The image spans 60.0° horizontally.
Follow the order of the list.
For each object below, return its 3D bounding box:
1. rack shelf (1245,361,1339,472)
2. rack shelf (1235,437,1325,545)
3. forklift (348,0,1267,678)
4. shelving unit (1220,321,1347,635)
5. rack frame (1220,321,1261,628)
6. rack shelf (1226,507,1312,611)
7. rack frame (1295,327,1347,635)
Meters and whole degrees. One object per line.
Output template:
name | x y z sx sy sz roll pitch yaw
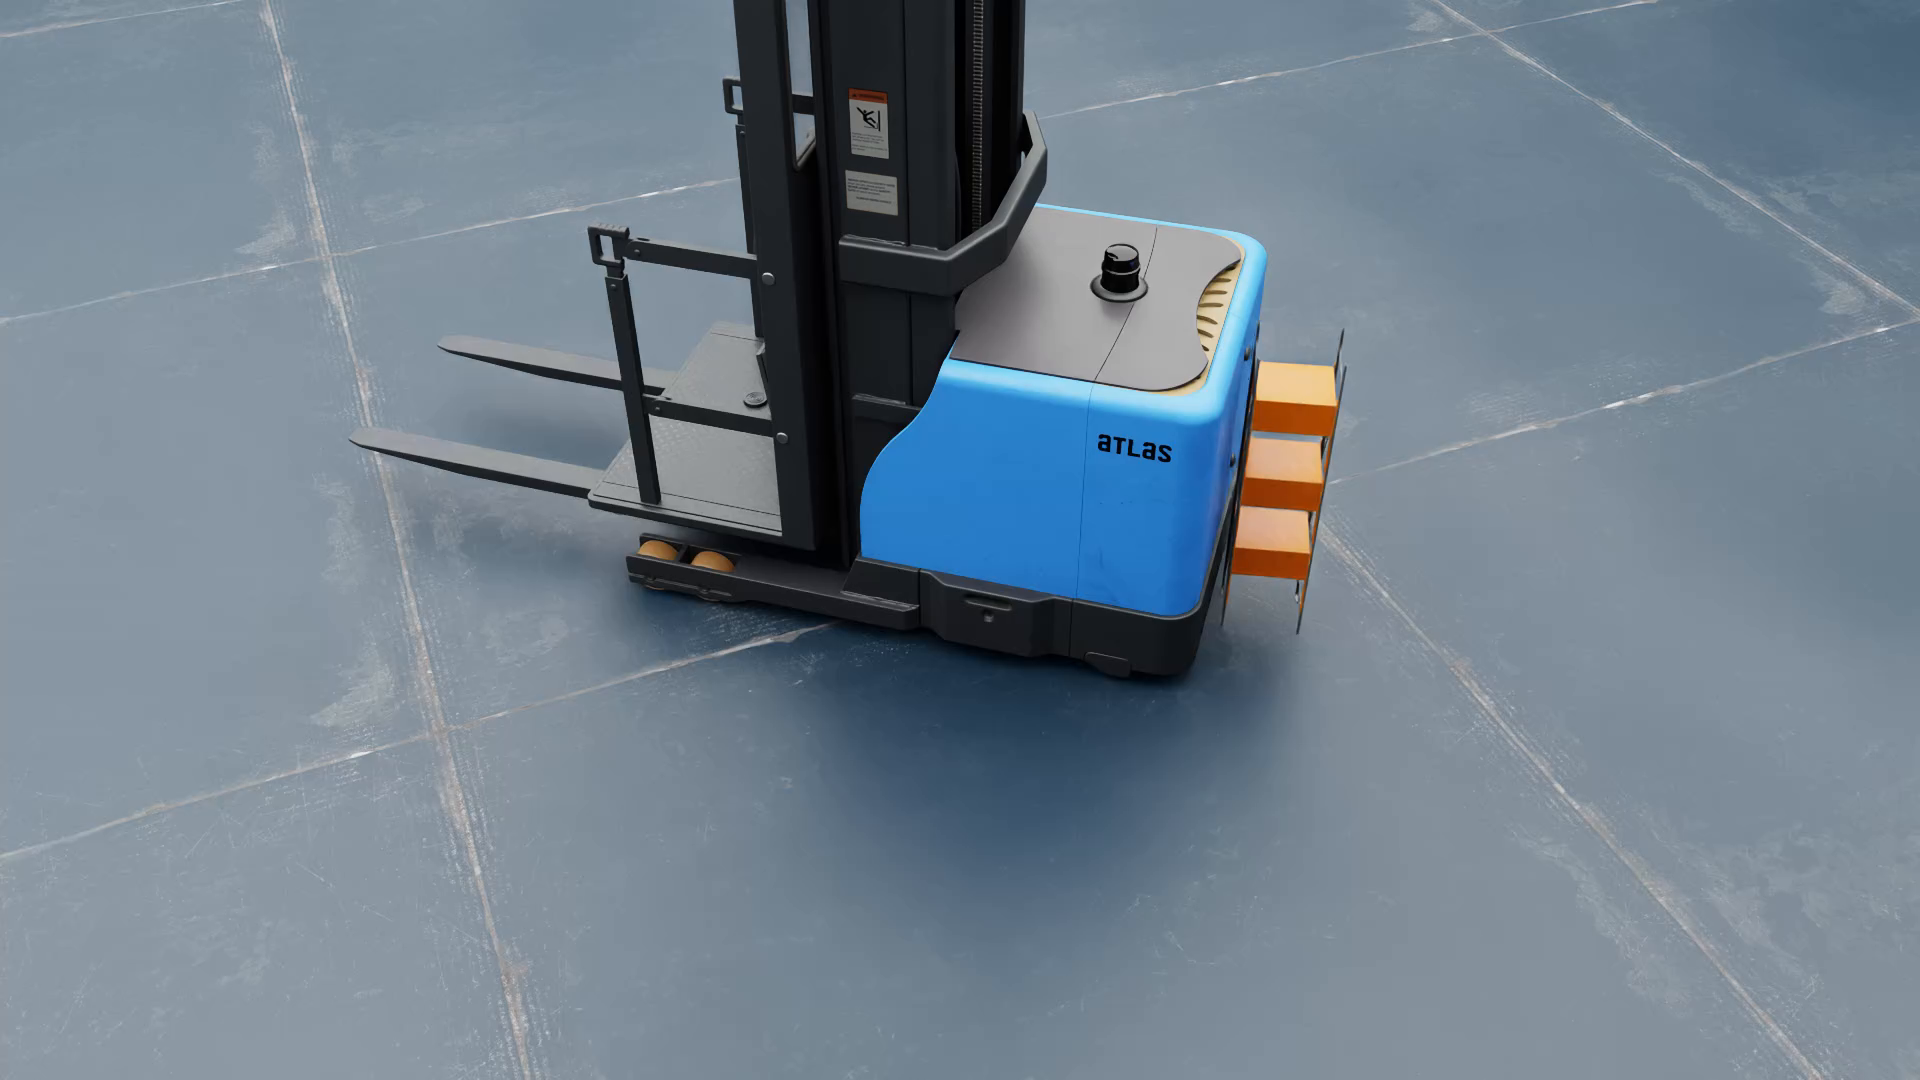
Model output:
rack shelf | 0.986 -0.376 4.962 0.240 0.259 0.215 5 40 6
rack shelf | 0.986 -0.159 5.145 0.240 0.259 0.215 5 40 6
forklift | -0.599 -1.226 4.928 3.031 2.935 1.130 11 42 12
shelving unit | 0.986 -0.168 5.138 0.252 1.050 0.215 5 40 6
rack frame | 0.865 -0.178 5.150 0.008 1.050 0.200 5 40 6
rack shelf | 0.986 0.053 5.324 0.240 0.259 0.215 5 40 6
rack frame | 1.107 -0.157 5.126 0.008 1.050 0.200 5 40 6
